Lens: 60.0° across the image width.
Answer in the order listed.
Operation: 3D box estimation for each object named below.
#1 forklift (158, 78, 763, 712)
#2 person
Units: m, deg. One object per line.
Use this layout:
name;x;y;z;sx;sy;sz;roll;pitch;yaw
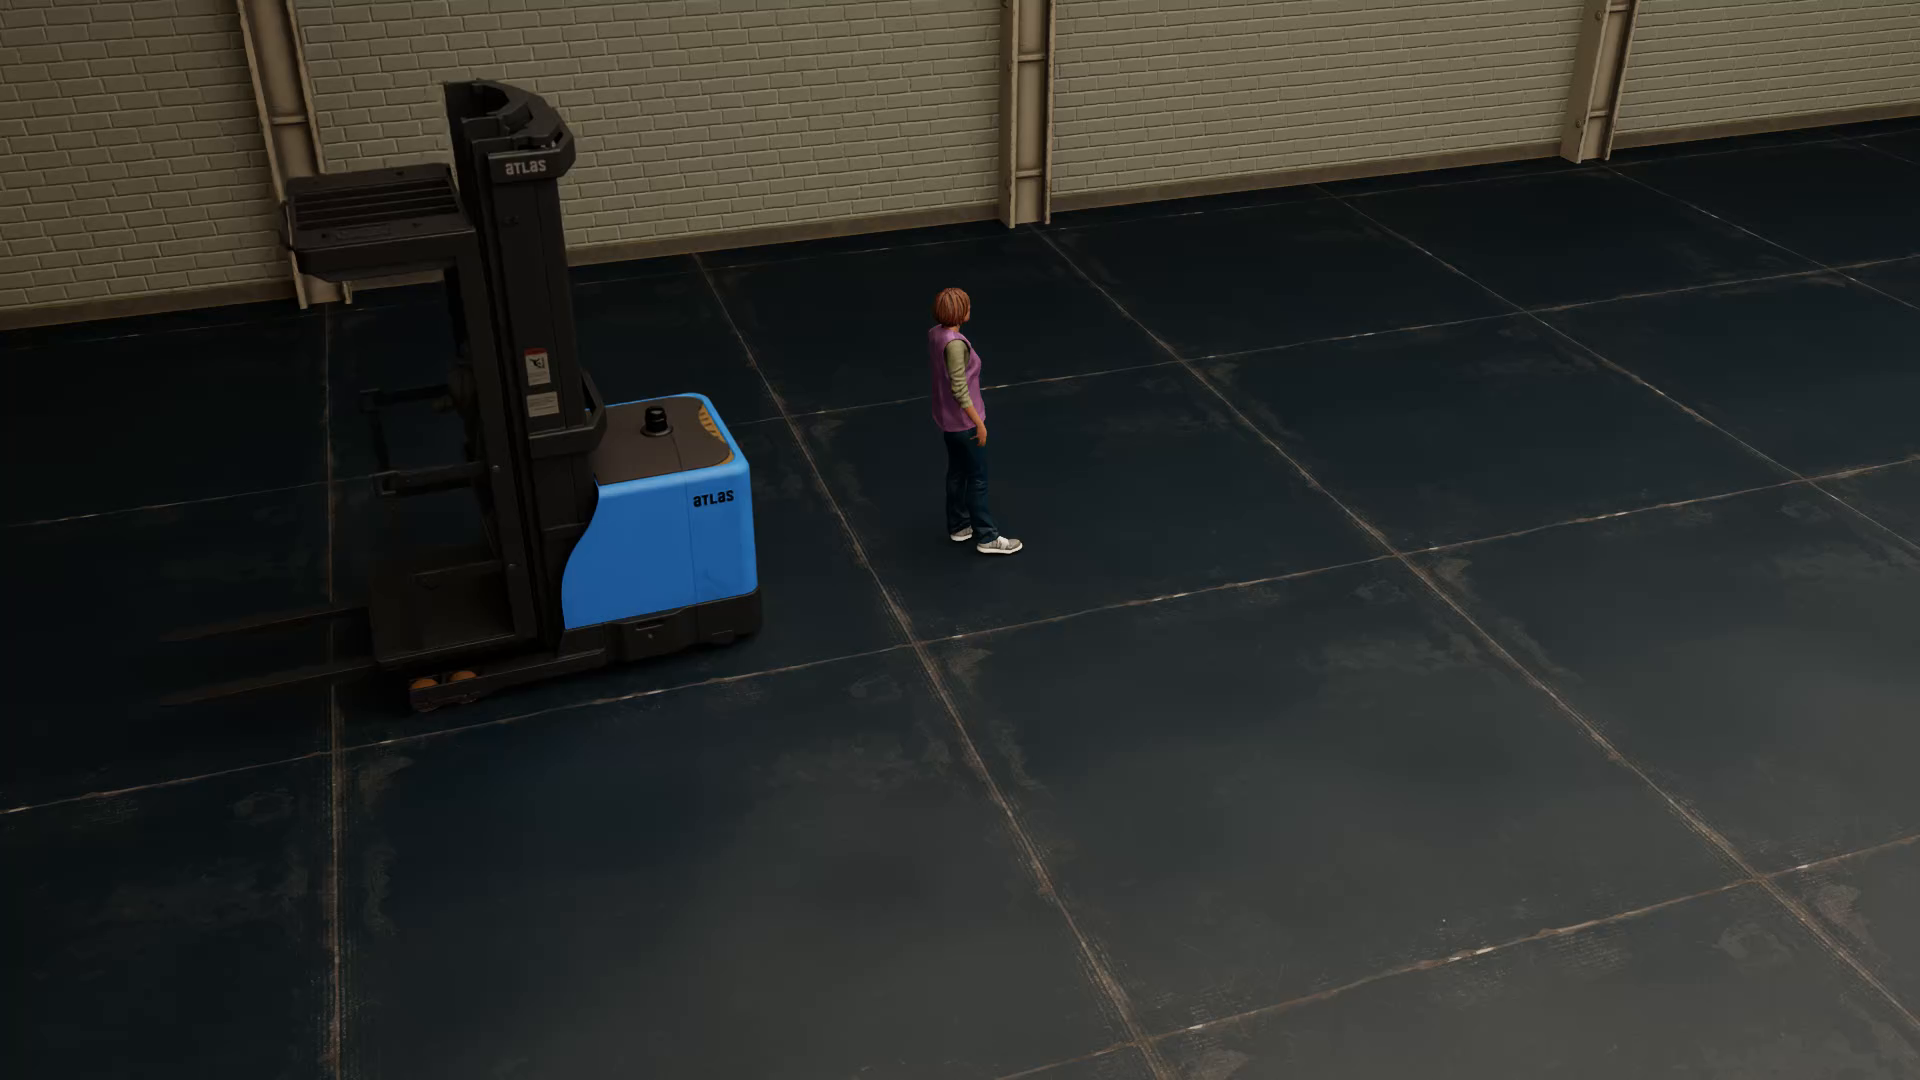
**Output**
forklift;-2.648;-0.691;8.288;3.031;2.935;1.130;-11;32;-18
person;0.075;-0.701;9.635;0.473;1.592;0.520;-10;31;-16
